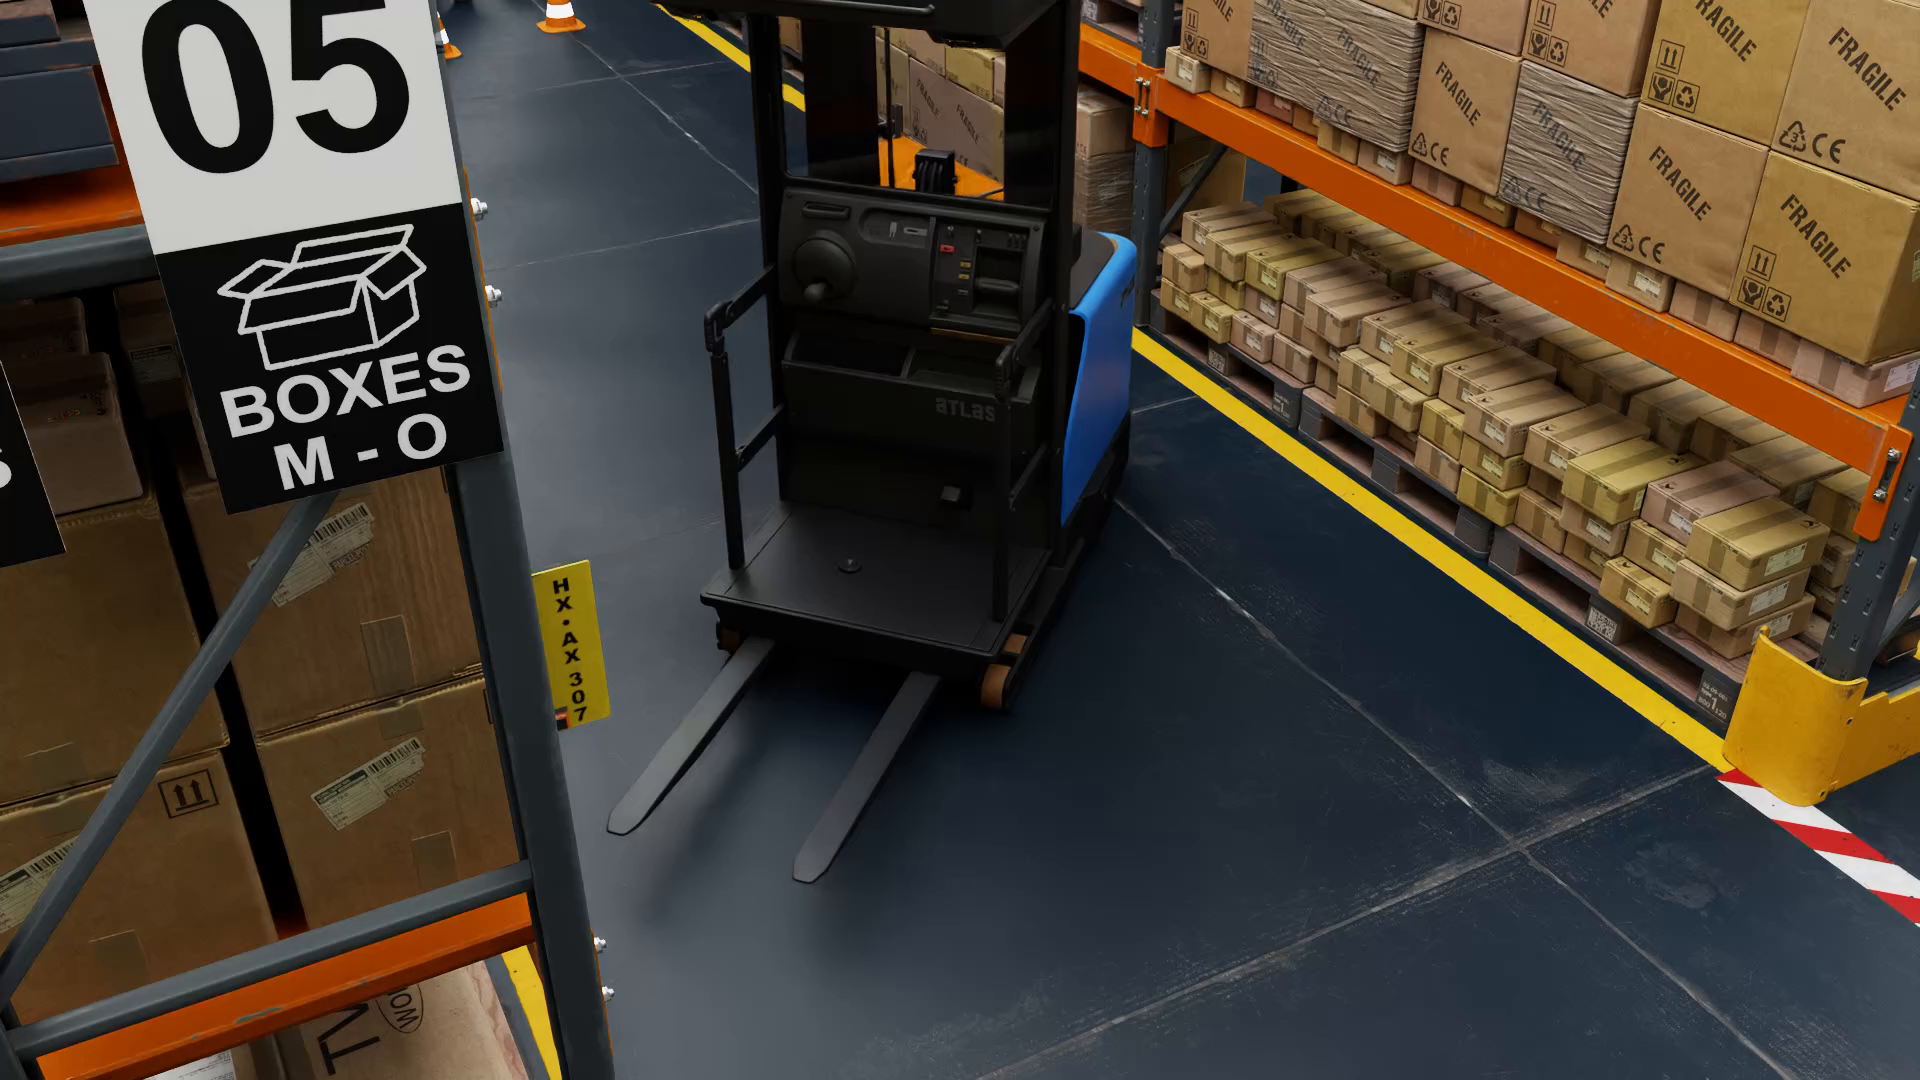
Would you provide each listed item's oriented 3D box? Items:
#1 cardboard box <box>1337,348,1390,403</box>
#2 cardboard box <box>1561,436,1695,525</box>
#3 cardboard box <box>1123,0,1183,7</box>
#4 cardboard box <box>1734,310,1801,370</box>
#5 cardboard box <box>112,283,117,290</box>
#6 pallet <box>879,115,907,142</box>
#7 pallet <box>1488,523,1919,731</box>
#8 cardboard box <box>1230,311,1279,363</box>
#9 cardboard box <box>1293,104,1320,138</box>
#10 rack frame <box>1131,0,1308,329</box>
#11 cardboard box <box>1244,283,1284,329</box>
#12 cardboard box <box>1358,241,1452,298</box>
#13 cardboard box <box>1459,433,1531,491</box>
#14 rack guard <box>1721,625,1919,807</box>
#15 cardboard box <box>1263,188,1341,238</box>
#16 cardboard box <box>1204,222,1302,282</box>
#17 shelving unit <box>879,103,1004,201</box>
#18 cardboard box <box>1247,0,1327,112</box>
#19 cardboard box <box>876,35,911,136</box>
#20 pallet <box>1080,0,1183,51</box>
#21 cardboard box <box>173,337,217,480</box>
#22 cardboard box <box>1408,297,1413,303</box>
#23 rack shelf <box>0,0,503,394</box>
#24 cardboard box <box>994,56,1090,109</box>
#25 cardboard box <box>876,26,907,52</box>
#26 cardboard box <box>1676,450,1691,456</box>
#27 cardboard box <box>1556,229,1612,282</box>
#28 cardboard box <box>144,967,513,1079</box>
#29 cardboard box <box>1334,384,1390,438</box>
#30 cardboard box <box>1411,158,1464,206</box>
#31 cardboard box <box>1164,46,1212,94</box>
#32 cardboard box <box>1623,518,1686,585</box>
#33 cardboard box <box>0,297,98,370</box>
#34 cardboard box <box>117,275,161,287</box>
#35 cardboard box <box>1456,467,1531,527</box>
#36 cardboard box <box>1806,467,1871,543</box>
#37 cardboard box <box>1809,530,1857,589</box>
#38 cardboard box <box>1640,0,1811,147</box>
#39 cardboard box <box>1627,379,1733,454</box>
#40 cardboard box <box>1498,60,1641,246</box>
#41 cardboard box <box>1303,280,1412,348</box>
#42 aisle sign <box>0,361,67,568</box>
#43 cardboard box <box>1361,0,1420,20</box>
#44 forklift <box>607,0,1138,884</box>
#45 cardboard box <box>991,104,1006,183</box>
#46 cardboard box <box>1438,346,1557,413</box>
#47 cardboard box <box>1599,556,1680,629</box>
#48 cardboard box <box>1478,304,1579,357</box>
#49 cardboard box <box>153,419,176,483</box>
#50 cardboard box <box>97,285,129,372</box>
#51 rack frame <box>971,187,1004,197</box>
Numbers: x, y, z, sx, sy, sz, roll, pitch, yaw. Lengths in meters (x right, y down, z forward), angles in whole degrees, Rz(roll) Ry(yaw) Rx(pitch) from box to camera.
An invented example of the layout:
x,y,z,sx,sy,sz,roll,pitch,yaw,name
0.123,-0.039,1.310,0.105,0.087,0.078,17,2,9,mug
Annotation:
x,y,z,sx,sy,sz,roll,pitch,yaw,name
1.838,-0.725,7.078,0.380,0.149,0.250,-16,36,-23,cardboard box
2.412,-0.218,6.012,0.380,0.149,0.250,-17,36,-24,cardboard box
0.957,-2.696,8.021,0.380,0.149,0.250,-17,36,-24,cardboard box
2.698,-0.683,5.268,0.380,0.149,0.250,-16,36,-23,cardboard box
-2.796,-0.703,4.974,0.500,0.500,0.500,-16,36,-23,cardboard box
-0.185,-2.847,10.997,1.003,0.211,1.213,-16,36,-23,pallet
2.799,0.165,6.297,1.003,0.211,1.213,-16,36,-23,pallet
1.489,-0.974,7.744,0.380,0.149,0.250,-16,36,-23,cardboard box
1.638,-1.812,7.031,0.380,0.149,0.250,-18,37,-25,cardboard box
1.317,-2.485,7.848,1.000,3.000,0.127,-16,36,-23,rack frame
1.546,-1.128,7.708,0.380,0.149,0.250,-16,36,-23,cardboard box
2.042,-1.235,7.600,0.380,0.149,0.250,-15,35,-22,cardboard box
2.187,-0.349,6.492,0.380,0.149,0.250,-15,36,-22,cardboard box
3.147,0.440,5.600,1.175,0.500,0.348,-16,36,-23,rack guard
1.714,-1.608,8.181,0.380,0.149,0.250,-15,36,-22,cardboard box
1.371,-1.349,7.777,0.380,0.149,0.250,-14,35,-21,cardboard box
-0.185,-1.300,7.736,0.538,1.125,1.048,-21,38,-30,shelving unit
1.562,-2.118,6.908,0.500,0.500,0.500,-16,36,-23,cardboard box
-0.206,-2.878,10.389,0.500,0.500,0.500,-15,36,-23,cardboard box
1.090,-2.806,8.527,1.003,0.211,1.213,-16,36,-23,pallet
-1.070,-0.258,2.752,0.380,0.149,0.250,-15,36,-22,cardboard box
2.189,-1.006,7.517,0.380,0.149,0.250,-15,36,-22,cardboard box
-2.082,-1.198,3.725,1.077,0.370,4.000,-16,36,-23,rack shelf
0.519,-2.466,9.051,0.500,0.250,0.500,-14,35,-21,cardboard box
-0.204,-3.202,10.200,0.500,0.250,0.500,-16,36,-24,cardboard box
2.871,-0.382,6.543,0.380,0.149,0.250,-15,35,-22,cardboard box
2.331,-1.048,5.838,0.380,0.149,0.250,-18,37,-25,cardboard box
-1.546,1.329,3.880,0.875,0.438,0.875,-17,36,-25,cardboard box
1.844,-0.598,7.156,0.380,0.149,0.250,-17,36,-24,cardboard box
1.983,-1.429,6.433,0.380,0.149,0.250,-14,35,-21,cardboard box
1.160,-2.162,7.577,0.380,0.149,0.250,-15,35,-21,cardboard box
2.610,0.004,5.941,0.380,0.149,0.250,-17,36,-24,cardboard box
-1.634,-0.255,2.747,0.380,0.149,0.250,-15,36,-22,cardboard box
-1.369,-0.292,3.405,0.500,0.500,0.500,-17,36,-24,cardboard box
2.195,-0.217,6.561,0.380,0.149,0.250,-18,37,-25,cardboard box
3.239,-0.139,5.888,0.380,0.149,0.250,-18,37,-25,cardboard box
3.165,0.008,5.935,0.380,0.149,0.250,-14,35,-21,cardboard box
2.513,-1.562,5.113,0.500,0.500,0.500,-17,36,-25,cardboard box
2.811,-0.490,6.436,0.380,0.149,0.250,-18,37,-25,cardboard box
2.265,-1.380,5.755,0.500,0.500,0.500,-16,36,-23,cardboard box
1.720,-0.980,7.201,0.380,0.149,0.250,-15,36,-22,cardboard box
-1.390,-0.265,1.974,0.394,0.787,0.004,-16,36,-23,aisle sign
1.775,-2.305,6.272,0.500,0.500,0.500,-15,36,-22,cardboard box
-0.243,-0.886,5.416,1.130,2.935,3.031,11,34,16,forklift
0.511,-2.144,9.244,0.500,0.500,0.500,-17,36,-24,cardboard box
2.148,-0.625,6.648,0.380,0.149,0.250,-17,36,-25,cardboard box
2.543,0.151,5.987,0.380,0.149,0.250,-15,35,-22,cardboard box
2.406,-0.858,7.010,0.380,0.149,0.250,-16,36,-23,cardboard box
-1.849,-0.343,4.412,0.500,0.500,0.500,-15,35,-22,cardboard box
-2.082,-0.395,3.567,0.500,0.500,0.500,-16,36,-23,cardboard box
0.114,-1.078,7.390,0.500,1.125,0.032,-21,38,-30,rack frame
